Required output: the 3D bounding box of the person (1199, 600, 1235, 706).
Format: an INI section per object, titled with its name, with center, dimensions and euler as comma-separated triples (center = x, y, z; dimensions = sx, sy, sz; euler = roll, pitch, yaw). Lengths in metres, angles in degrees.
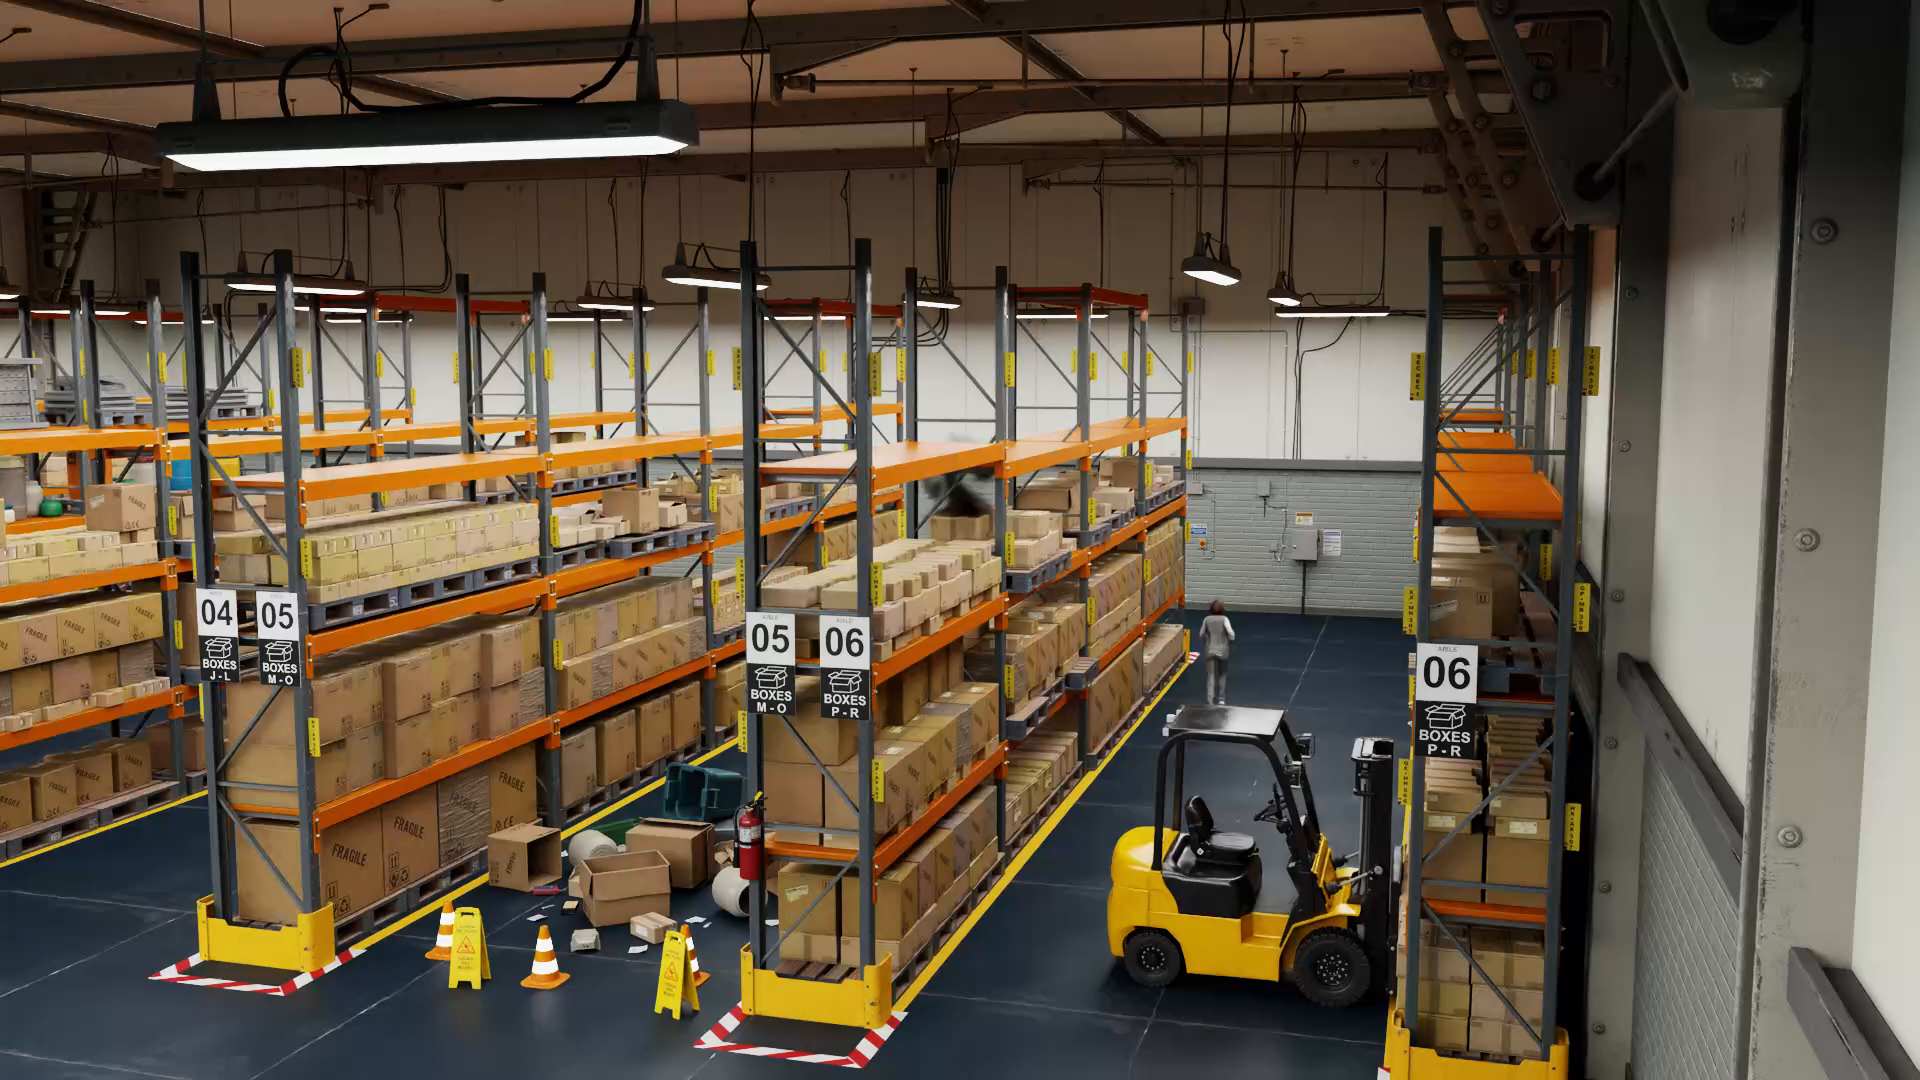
[person]
center = 3.702, 1.670, 24.000
dimensions = 0.531, 1.613, 0.776
euler = 2, 7, 14
